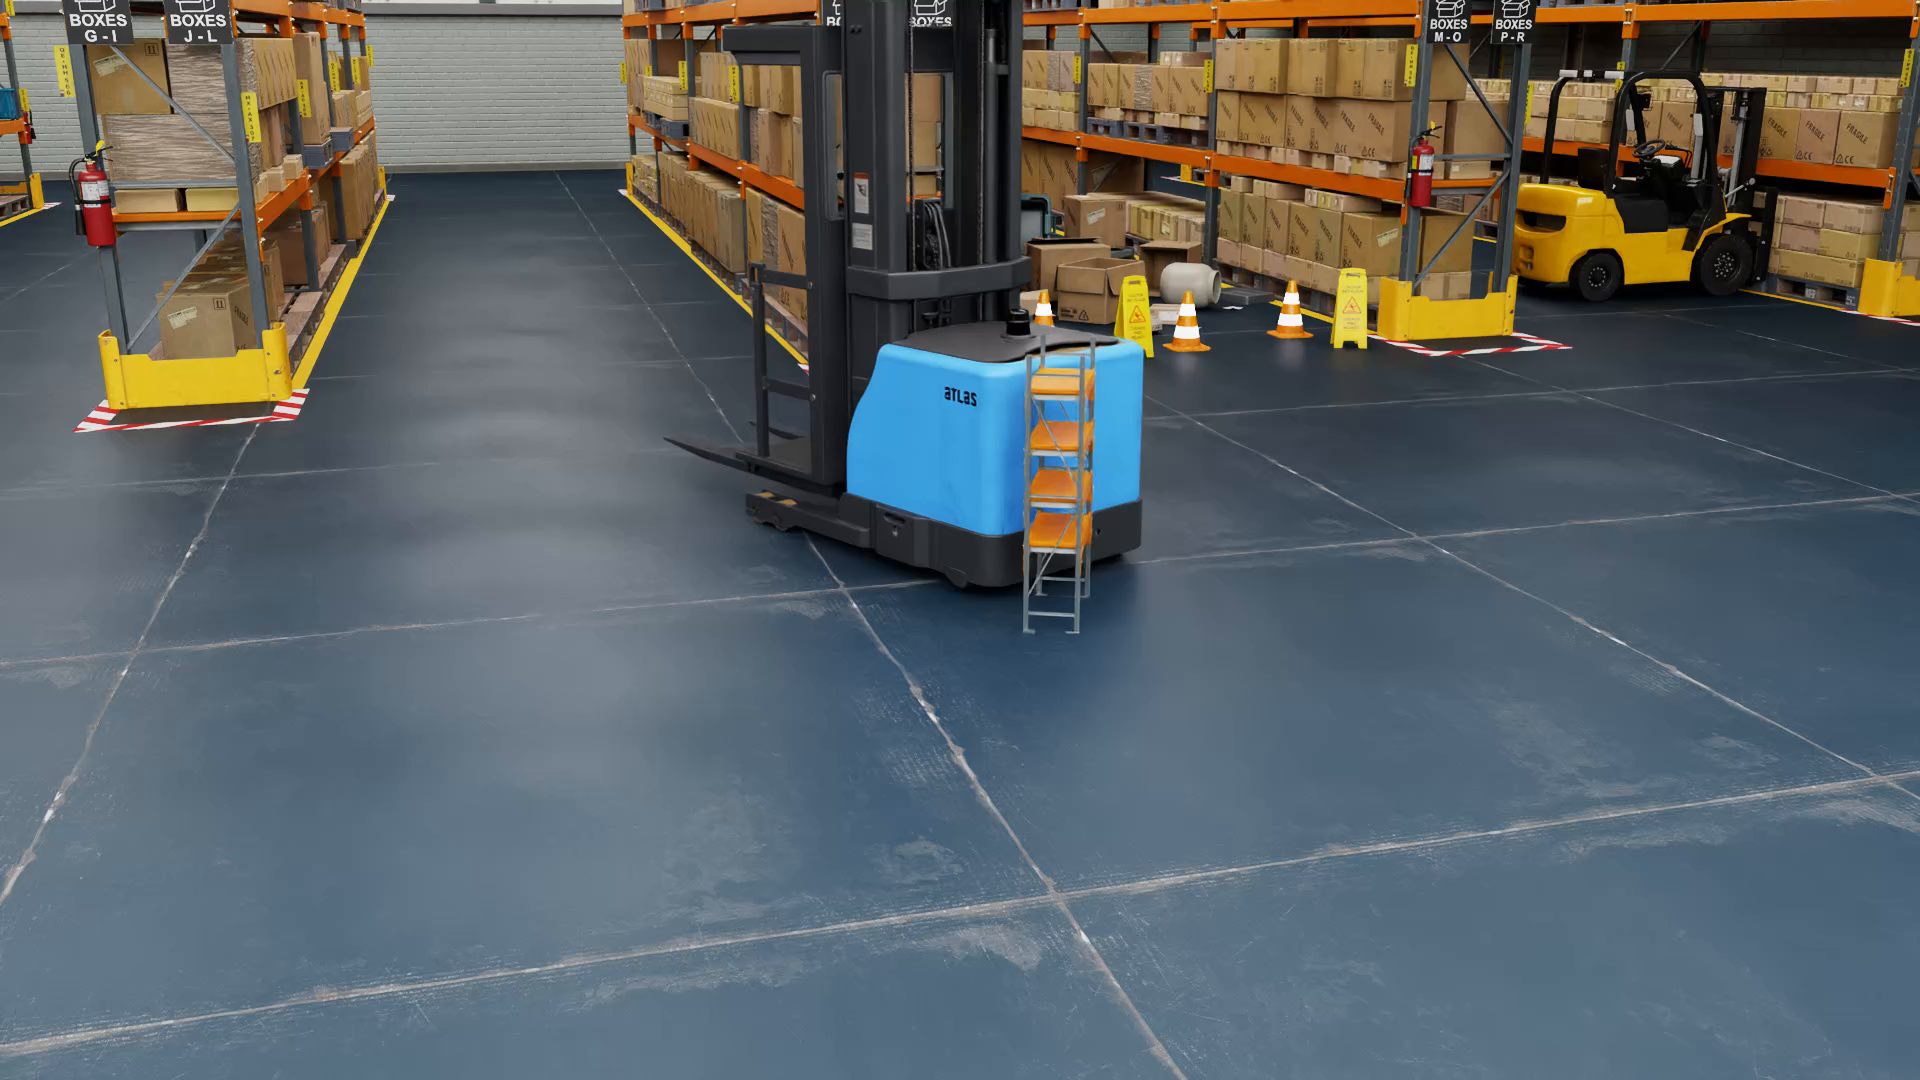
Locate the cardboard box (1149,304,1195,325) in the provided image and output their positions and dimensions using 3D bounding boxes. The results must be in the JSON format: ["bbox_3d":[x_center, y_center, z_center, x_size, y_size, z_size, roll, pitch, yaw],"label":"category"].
[{"bbox_3d":[1.901,-2.024,14.933,0.380,0.149,0.250,4,17,13],"label":"cardboard box"}]

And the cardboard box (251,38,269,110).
[{"bbox_3d":[-5.345,-3.385,12.079,0.500,0.500,0.500,-5,17,-15],"label":"cardboard box"}]

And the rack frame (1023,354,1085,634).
[{"bbox_3d":[0.391,-0.179,6.961,0.240,1.200,0.015,3,17,9],"label":"rack frame"}]

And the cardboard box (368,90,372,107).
[{"bbox_3d":[-9.334,-6.787,25.576,0.500,0.250,0.500,-5,17,-16],"label":"cardboard box"}]

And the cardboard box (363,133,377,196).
[{"bbox_3d":[-9.219,-5.590,24.813,0.875,0.875,0.875,-5,17,-15],"label":"cardboard box"}]

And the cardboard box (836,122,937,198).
[{"bbox_3d":[-0.674,-2.939,12.761,0.875,0.550,0.550,-5,17,-15],"label":"cardboard box"}]

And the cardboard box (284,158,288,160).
[{"bbox_3d":[-6.012,-3.210,14.360,0.380,0.149,0.250,-5,17,-15],"label":"cardboard box"}]

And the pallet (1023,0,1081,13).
[{"bbox_3d":[1.467,-7.229,22.419,1.003,0.211,1.213,-4,17,-13],"label":"pallet"}]

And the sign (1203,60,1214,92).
[{"bbox_3d":[2.572,-4.803,17.216,0.100,0.325,0.005,-5,17,-15],"label":"sign"}]

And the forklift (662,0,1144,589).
[{"bbox_3d":[-0.475,-1.534,8.465,1.130,2.935,3.031,-15,22,-40],"label":"forklift"}]

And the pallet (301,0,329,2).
[{"bbox_3d":[-6.779,-5.323,16.070,1.213,0.211,1.003,-5,17,-15],"label":"pallet"}]

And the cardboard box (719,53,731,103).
[{"bbox_3d":[-2.189,-4.960,17.837,0.700,0.500,0.500,-5,17,-16],"label":"cardboard box"}]

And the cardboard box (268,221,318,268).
[{"bbox_3d":[-6.685,-2.829,16.235,0.700,0.500,0.500,-5,17,-16],"label":"cardboard box"}]

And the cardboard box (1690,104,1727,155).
[{"bbox_3d":[8.046,-4.309,17.409,0.500,0.500,0.500,-5,17,-16],"label":"cardboard box"}]

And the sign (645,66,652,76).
[{"bbox_3d":[-4.346,-6.457,23.228,0.100,0.325,0.005,-5,17,-15],"label":"sign"}]

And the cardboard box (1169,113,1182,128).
[{"bbox_3d":[2.537,-4.638,18.384,0.380,0.149,0.250,-5,17,-16],"label":"cardboard box"}]

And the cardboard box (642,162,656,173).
[{"bbox_3d":[-4.603,-5.641,25.208,0.380,0.149,0.250,-5,18,-17],"label":"cardboard box"}]

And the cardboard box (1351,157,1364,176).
[{"bbox_3d":[3.669,-3.287,14.618,0.380,0.149,0.250,-5,17,-16],"label":"cardboard box"}]

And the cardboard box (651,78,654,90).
[{"bbox_3d":[-3.872,-6.020,21.951,0.380,0.149,0.250,-5,17,-16],"label":"cardboard box"}]

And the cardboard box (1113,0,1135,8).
[{"bbox_3d":[2.256,-6.622,19.894,0.700,0.500,0.500,-5,17,-15],"label":"cardboard box"}]

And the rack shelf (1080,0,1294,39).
[{"bbox_3d":[2.555,-5.939,19.045,1.077,0.370,4.000,-5,17,-15],"label":"rack shelf"}]

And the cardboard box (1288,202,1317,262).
[{"bbox_3d":[3.454,-2.916,15.691,0.500,0.500,0.500,-5,17,-17],"label":"cardboard box"}]

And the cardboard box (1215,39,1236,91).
[{"bbox_3d":[3.017,-4.824,16.868,0.700,0.500,0.500,-5,17,-16],"label":"cardboard box"}]

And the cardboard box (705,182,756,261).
[{"bbox_3d":[-2.146,-3.430,17.836,1.050,0.750,0.750,-5,17,-15],"label":"cardboard box"}]

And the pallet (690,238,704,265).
[{"bbox_3d":[-2.582,-3.421,19.475,1.003,0.211,1.213,-5,17,-15],"label":"pallet"}]

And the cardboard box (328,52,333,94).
[{"bbox_3d":[-8.076,-5.714,20.342,0.797,0.503,0.637,-4,17,-13],"label":"cardboard box"}]

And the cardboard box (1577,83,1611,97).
[{"bbox_3d":[7.463,-5.264,19.462,0.380,0.149,0.250,-5,17,-15],"label":"cardboard box"}]

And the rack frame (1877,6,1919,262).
[{"bbox_3d":[8.975,-3.581,15.158,1.000,3.000,0.127,-5,17,-15],"label":"rack frame"}]

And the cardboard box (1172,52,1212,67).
[{"bbox_3d":[2.558,-5.295,18.318,0.380,0.149,0.250,-5,17,-17],"label":"cardboard box"}]

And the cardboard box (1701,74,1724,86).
[{"bbox_3d":[7.985,-4.792,17.374,0.380,0.149,0.250,-5,17,-16],"label":"cardboard box"}]

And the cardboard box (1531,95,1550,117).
[{"bbox_3d":[7.212,-5.254,20.120,0.500,0.250,0.500,-4,17,-14],"label":"cardboard box"}]

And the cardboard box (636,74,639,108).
[{"bbox_3d":[-4.627,-6.815,25.234,0.500,0.500,0.500,-5,17,-17],"label":"cardboard box"}]

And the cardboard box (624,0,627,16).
[{"bbox_3d":[-5.048,-8.414,26.295,0.500,0.250,0.500,-4,17,-13],"label":"cardboard box"}]

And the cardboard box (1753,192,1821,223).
[{"bbox_3d":[8.254,-3.326,16.622,0.500,0.250,0.500,-4,17,-15],"label":"cardboard box"}]

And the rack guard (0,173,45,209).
[{"bbox_3d":[-14.503,-5.246,25.048,1.175,0.500,0.348,-5,17,-15],"label":"rack guard"}]

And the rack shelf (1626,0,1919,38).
[{"bbox_3d":[8.425,-5.226,16.672,1.077,0.370,4.000,-5,17,-15],"label":"rack shelf"}]

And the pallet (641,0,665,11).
[{"bbox_3d":[-3.471,-6.968,21.547,1.213,0.211,1.003,-5,17,-15],"label":"pallet"}]

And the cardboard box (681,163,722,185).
[{"bbox_3d":[-3.167,-4.512,20.571,0.500,0.250,0.500,-5,17,-17],"label":"cardboard box"}]

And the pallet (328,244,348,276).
[{"bbox_3d":[-7.310,-3.065,18.288,1.003,0.211,1.213,-5,17,-15],"label":"pallet"}]

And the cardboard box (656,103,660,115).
[{"bbox_3d":[-3.730,-5.592,21.561,0.380,0.149,0.250,-6,18,-18],"label":"cardboard box"}]

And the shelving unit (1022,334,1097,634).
[{"bbox_3d":[0.431,-0.248,7.192,0.258,1.200,0.503,3,17,9],"label":"shelving unit"}]

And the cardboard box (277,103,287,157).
[{"bbox_3d":[-6.360,-3.571,14.436,0.875,0.500,0.500,-5,17,-15],"label":"cardboard box"}]

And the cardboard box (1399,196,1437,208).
[{"bbox_3d":[6.454,-4.897,23.157,0.500,0.500,0.500,-4,17,-14],"label":"cardboard box"}]

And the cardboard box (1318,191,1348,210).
[{"bbox_3d":[3.501,-3.108,15.204,0.380,0.149,0.250,-4,17,-14],"label":"cardboard box"}]

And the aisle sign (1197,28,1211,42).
[{"bbox_3d":[4.277,-9.247,29.503,0.394,0.787,0.004,-5,17,-15],"label":"aisle sign"}]

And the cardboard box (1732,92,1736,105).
[{"bbox_3d":[8.116,-4.507,16.942,0.380,0.149,0.250,-5,17,-16],"label":"cardboard box"}]

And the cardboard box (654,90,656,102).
[{"bbox_3d":[-3.795,-5.803,21.745,0.380,0.149,0.250,-5,17,-16],"label":"cardboard box"}]

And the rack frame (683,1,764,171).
[{"bbox_3d":[-2.727,-4.981,19.819,1.000,3.000,0.127,-5,17,-15],"label":"rack frame"}]

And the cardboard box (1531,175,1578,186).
[{"bbox_3d":[7.516,-4.110,20.317,0.875,0.625,0.625,-5,17,-16],"label":"cardboard box"}]

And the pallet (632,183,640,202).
[{"bbox_3d":[-4.715,-5.610,26.760,1.003,0.211,1.213,-5,17,-15],"label":"pallet"}]

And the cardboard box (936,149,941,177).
[{"bbox_3d":[0.084,-6.412,28.309,0.875,0.438,0.875,-5,18,-17],"label":"cardboard box"}]
